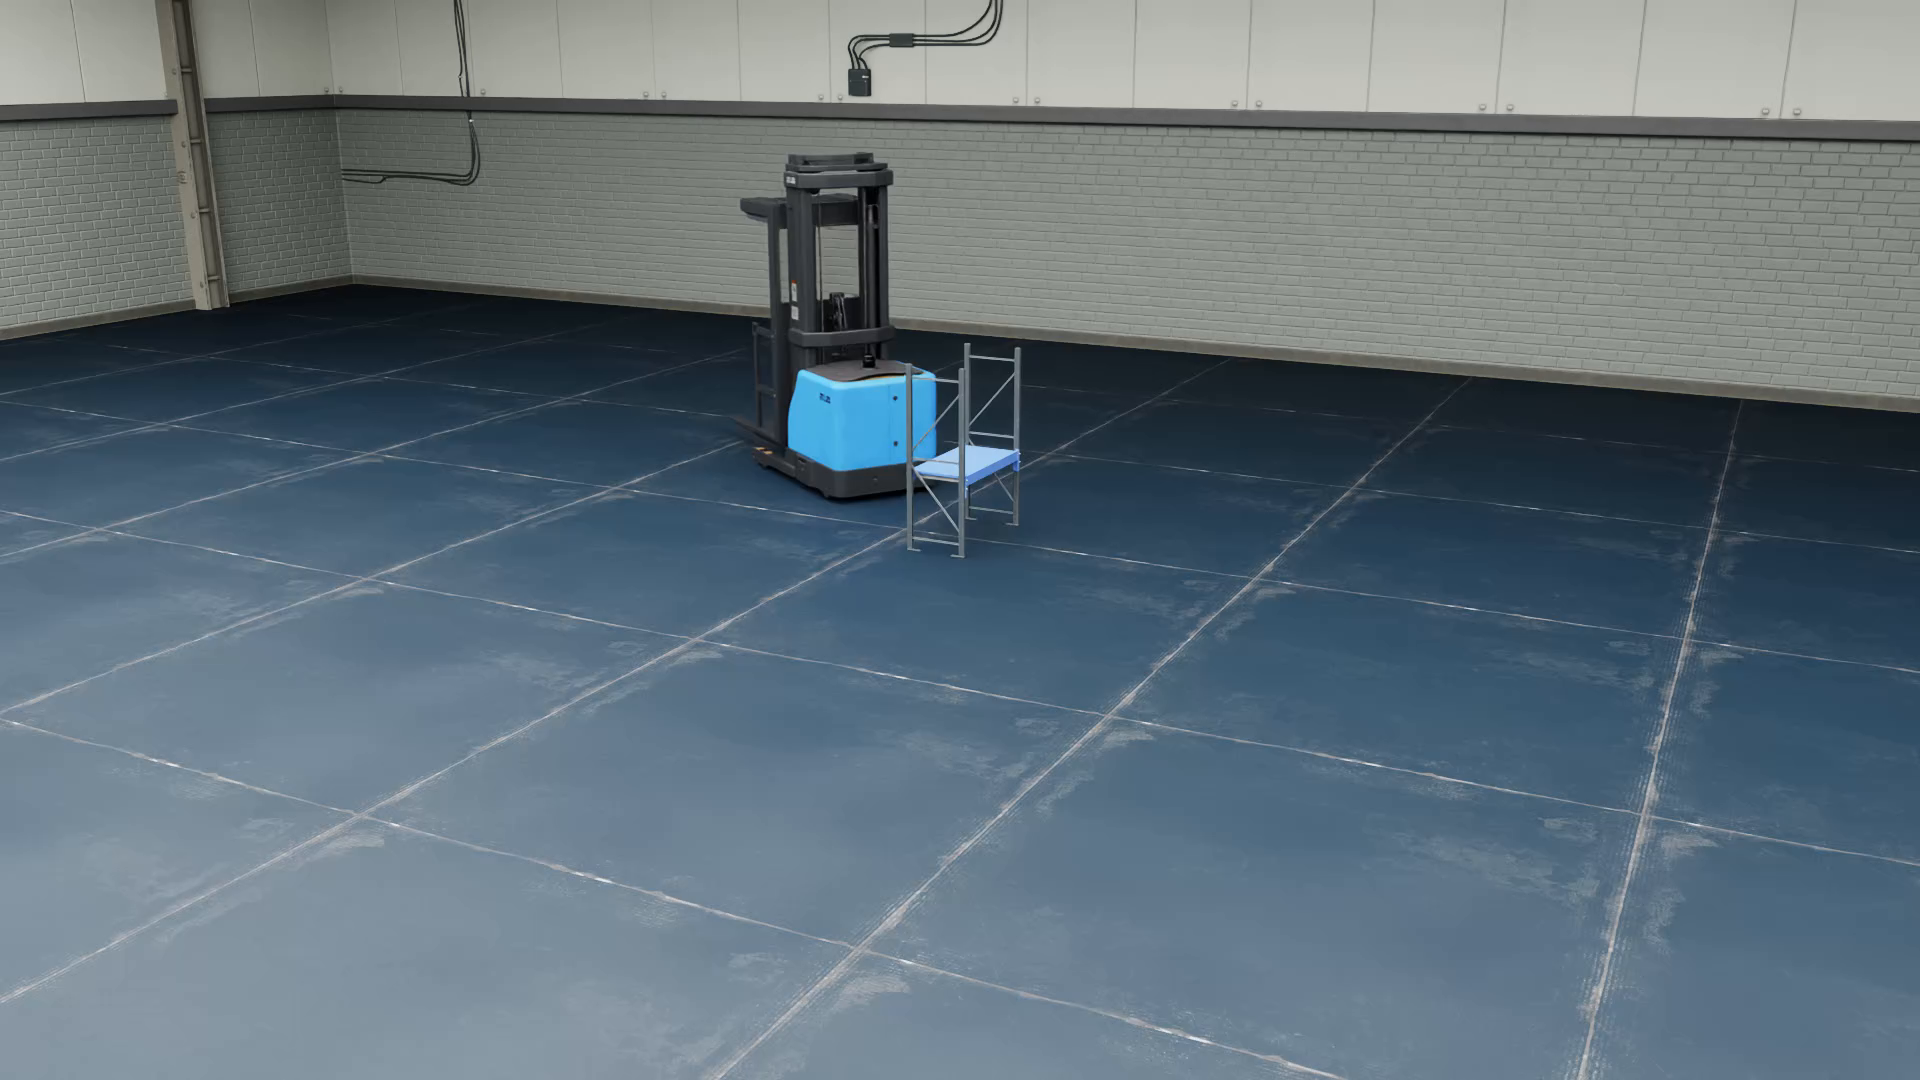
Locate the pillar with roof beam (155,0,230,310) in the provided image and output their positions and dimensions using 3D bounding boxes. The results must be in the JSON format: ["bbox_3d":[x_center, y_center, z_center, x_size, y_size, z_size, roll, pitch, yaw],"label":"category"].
[{"bbox_3d":[-7.628,-7.334,22.412,9.100,9.000,0.400,8,18,25],"label":"pillar with roof beam"}]

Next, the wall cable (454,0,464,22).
[{"bbox_3d":[-6.560,-9.052,24.781,3.097,2.526,0.112,8,18,25],"label":"wall cable"}]

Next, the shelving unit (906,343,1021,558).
[{"bbox_3d":[0.038,-0.741,13.384,0.538,1.500,1.048,8,18,25],"label":"shelving unit"}]

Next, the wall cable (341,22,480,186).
[{"bbox_3d":[-8.980,-6.976,26.658,3.097,2.526,0.112,8,18,25],"label":"wall cable"}]

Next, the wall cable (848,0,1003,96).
[{"bbox_3d":[-0.494,-8.882,21.652,2.305,6.003,0.169,8,18,25],"label":"wall cable"}]

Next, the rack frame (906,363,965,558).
[{"bbox_3d":[-0.189,-0.611,12.948,0.500,1.500,0.032,8,18,25],"label":"rack frame"}]

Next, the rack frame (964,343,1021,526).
[{"bbox_3d":[0.265,-0.870,13.820,0.500,1.500,0.032,8,18,25],"label":"rack frame"}]

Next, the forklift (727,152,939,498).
[{"bbox_3d":[-1.355,-2.142,15.589,1.130,2.935,3.031,-9,19,-28],"label":"forklift"}]

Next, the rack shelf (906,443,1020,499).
[{"bbox_3d":[0.038,-0.568,13.435,0.538,0.185,1.000,8,18,25],"label":"rack shelf"}]
